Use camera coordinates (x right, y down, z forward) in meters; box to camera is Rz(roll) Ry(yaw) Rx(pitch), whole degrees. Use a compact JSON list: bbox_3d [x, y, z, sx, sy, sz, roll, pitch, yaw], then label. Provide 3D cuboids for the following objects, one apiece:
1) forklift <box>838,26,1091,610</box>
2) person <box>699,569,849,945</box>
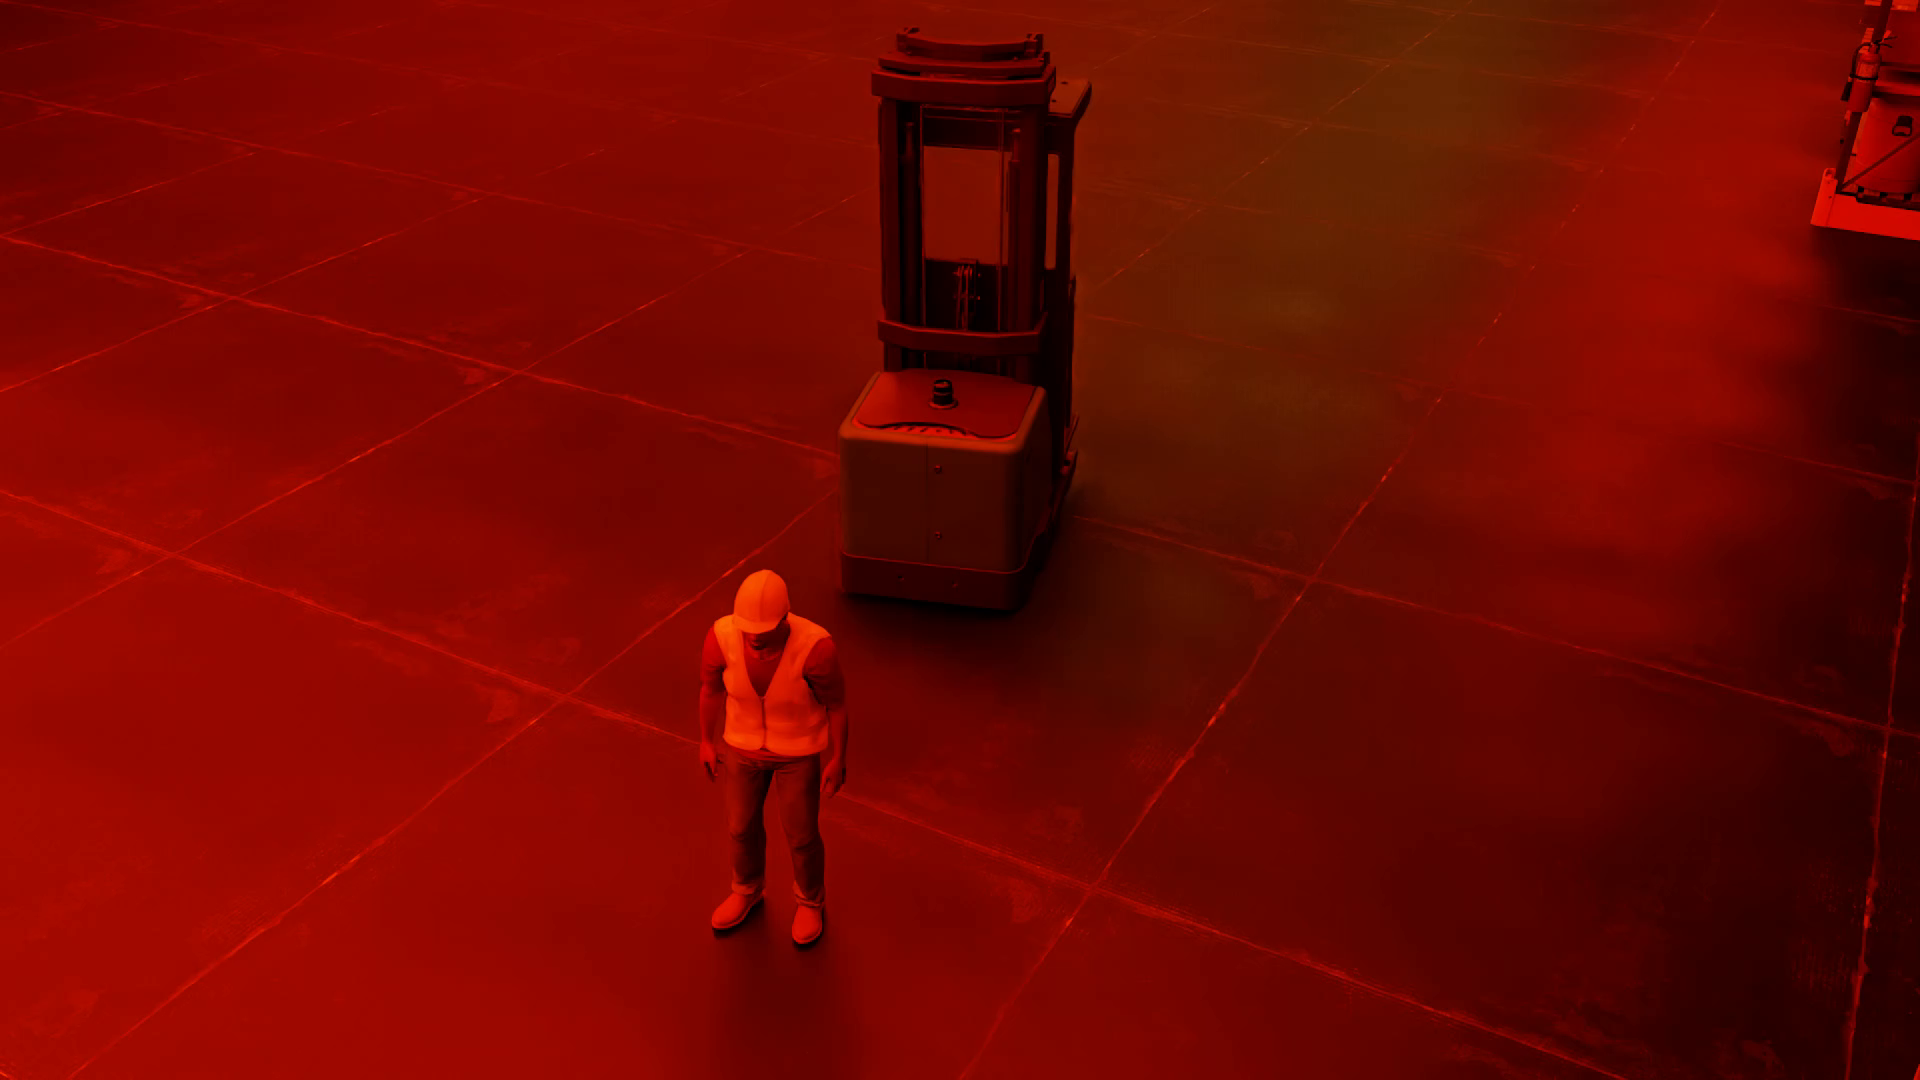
[{"bbox_3d":[0.138,-1.604,9.850,1.130,2.935,3.031,6,31,10],"label":"forklift"},{"bbox_3d":[-0.763,0.860,6.756,0.626,1.759,0.463,6,31,11],"label":"person"}]
